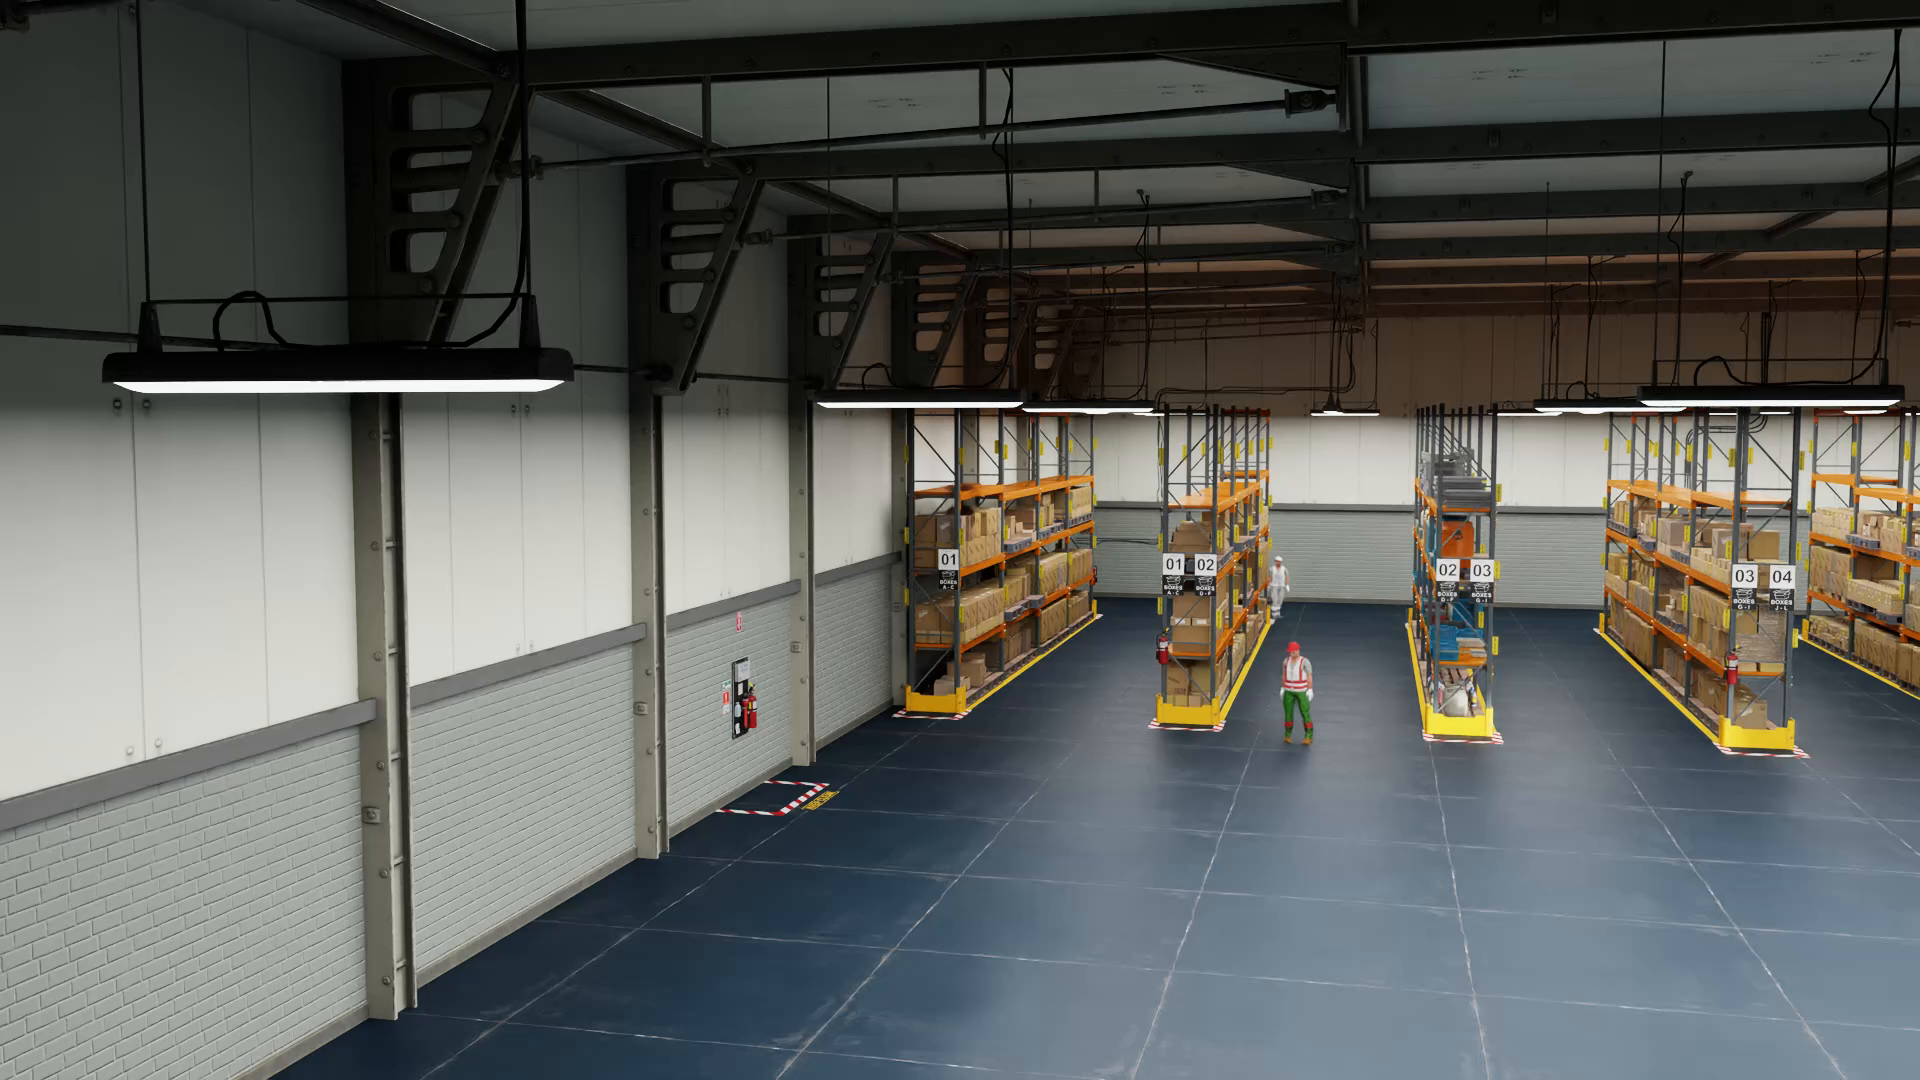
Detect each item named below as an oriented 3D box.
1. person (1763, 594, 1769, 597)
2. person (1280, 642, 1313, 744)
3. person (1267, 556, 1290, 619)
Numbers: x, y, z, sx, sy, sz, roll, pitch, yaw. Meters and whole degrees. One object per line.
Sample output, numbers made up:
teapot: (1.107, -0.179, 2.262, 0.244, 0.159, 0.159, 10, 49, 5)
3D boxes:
person: (21.865, 1.626, 44.986, 0.487, 1.636, 0.975, 3, 5, 37)
person: (5.932, 2.687, 29.371, 0.628, 1.784, 0.407, 3, 5, 36)
person: (9.122, 1.367, 47.636, 0.603, 1.794, 0.450, -1, 4, -8)
